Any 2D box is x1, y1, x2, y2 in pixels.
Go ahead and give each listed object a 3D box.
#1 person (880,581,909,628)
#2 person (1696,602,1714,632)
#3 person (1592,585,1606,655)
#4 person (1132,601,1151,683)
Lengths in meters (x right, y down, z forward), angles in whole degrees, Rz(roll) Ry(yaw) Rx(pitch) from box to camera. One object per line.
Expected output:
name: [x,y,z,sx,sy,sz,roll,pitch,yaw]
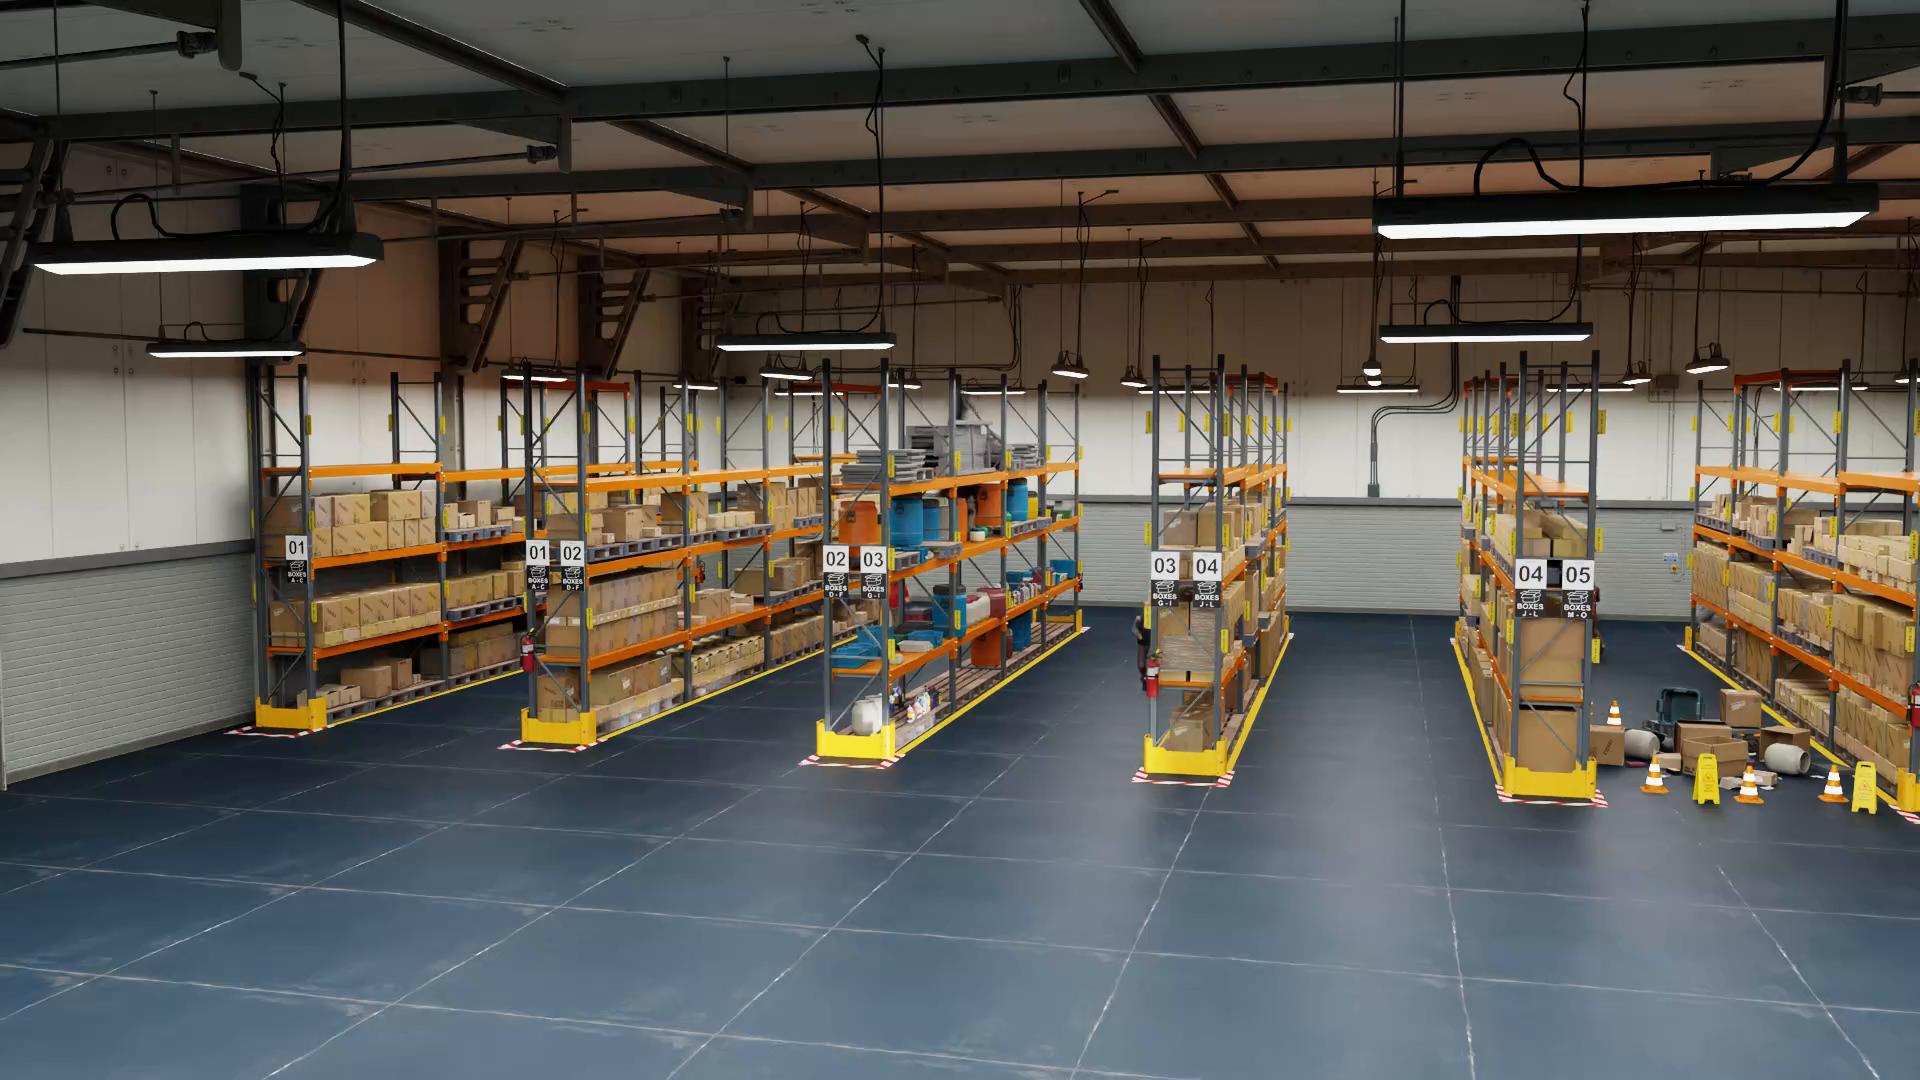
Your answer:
person: [-1.370,1.516,34.594,0.648,1.712,0.755,1,4,9]
person: [17.131,1.613,37.936,0.712,1.580,0.552,2,4,27]
person: [13.587,1.632,36.011,0.727,1.829,1.002,-1,4,-7]
person: [3.577,1.993,31.433,0.669,1.684,0.760,1,4,10]
